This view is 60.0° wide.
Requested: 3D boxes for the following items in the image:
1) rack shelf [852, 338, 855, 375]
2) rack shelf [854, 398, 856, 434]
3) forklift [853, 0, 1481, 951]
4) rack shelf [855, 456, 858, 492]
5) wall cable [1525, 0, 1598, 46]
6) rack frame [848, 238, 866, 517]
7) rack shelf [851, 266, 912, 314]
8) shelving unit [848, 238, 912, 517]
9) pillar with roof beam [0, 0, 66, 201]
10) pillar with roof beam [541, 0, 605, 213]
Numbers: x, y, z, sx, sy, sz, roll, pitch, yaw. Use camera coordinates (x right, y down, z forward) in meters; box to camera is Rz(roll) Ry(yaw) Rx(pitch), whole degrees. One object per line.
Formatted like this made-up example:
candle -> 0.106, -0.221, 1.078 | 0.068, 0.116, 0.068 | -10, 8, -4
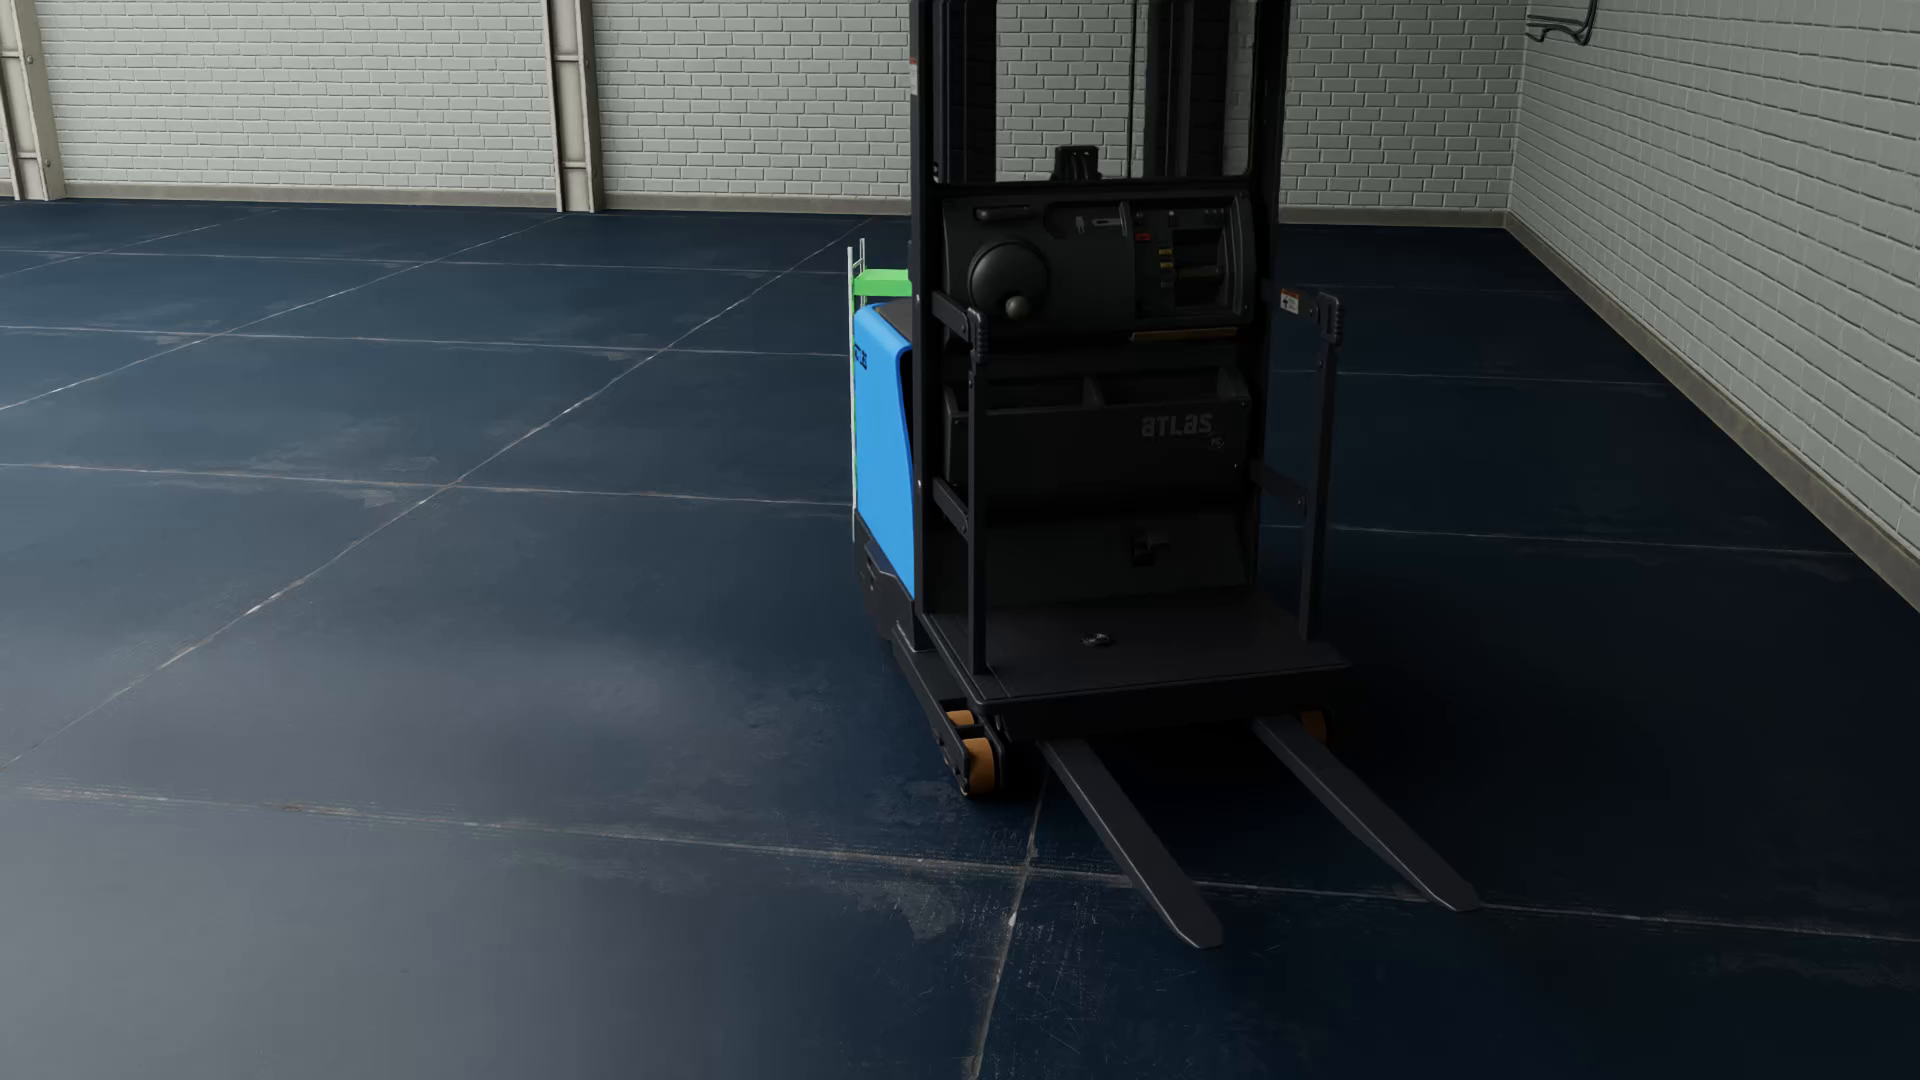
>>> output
rack shelf -> -0.163, -0.744, 6.582 | 0.480, 0.148, 0.258 | 3, 19, 9
rack shelf -> -0.163, -0.517, 6.658 | 0.480, 0.148, 0.258 | 3, 19, 9
forklift -> 0.460, -0.806, 4.593 | 1.130, 2.935, 3.031 | -5, 19, -13
rack shelf -> -0.163, -0.289, 6.734 | 0.480, 0.148, 0.258 | 3, 19, 9
wall cable -> 4.818, -5.245, 13.192 | 0.112, 2.526, 3.097 | 3, 19, 9
rack frame -> -0.404, -0.590, 6.674 | 0.015, 1.200, 0.240 | 3, 19, 9
rack shelf -> -0.163, -0.972, 6.506 | 0.480, 0.148, 0.258 | 3, 19, 9
shelving unit -> -0.163, -0.577, 6.638 | 0.503, 1.200, 0.258 | 3, 19, 9
pillar with roof beam -> -10.412, -6.536, 12.155 | 0.400, 9.000, 9.100 | 3, 19, 9
pillar with roof beam -> -4.488, -6.234, 11.252 | 0.400, 9.000, 9.100 | 3, 19, 9
